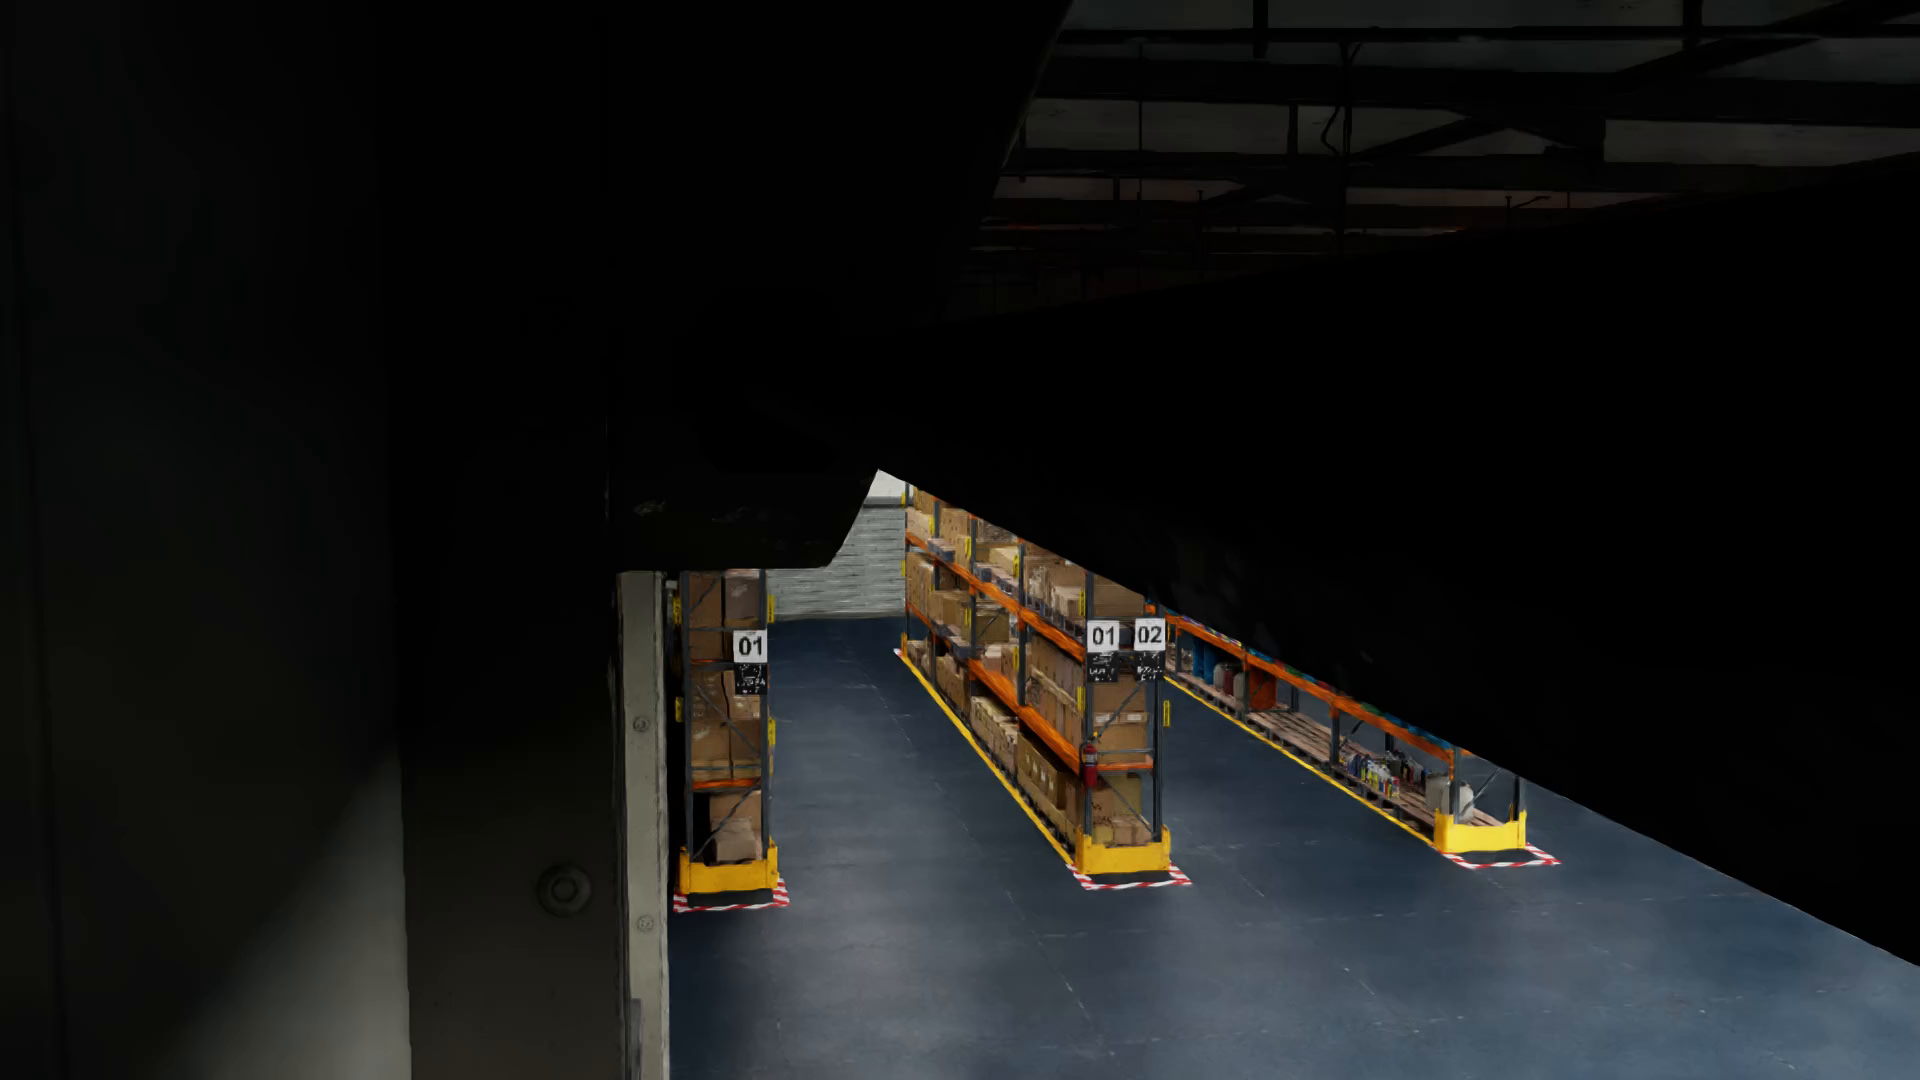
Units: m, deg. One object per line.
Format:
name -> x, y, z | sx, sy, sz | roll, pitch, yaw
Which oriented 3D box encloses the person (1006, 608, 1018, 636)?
person -> 1.103, 1.765, 35.708 | 0.564, 1.736, 1.042 | -1, 6, -11
